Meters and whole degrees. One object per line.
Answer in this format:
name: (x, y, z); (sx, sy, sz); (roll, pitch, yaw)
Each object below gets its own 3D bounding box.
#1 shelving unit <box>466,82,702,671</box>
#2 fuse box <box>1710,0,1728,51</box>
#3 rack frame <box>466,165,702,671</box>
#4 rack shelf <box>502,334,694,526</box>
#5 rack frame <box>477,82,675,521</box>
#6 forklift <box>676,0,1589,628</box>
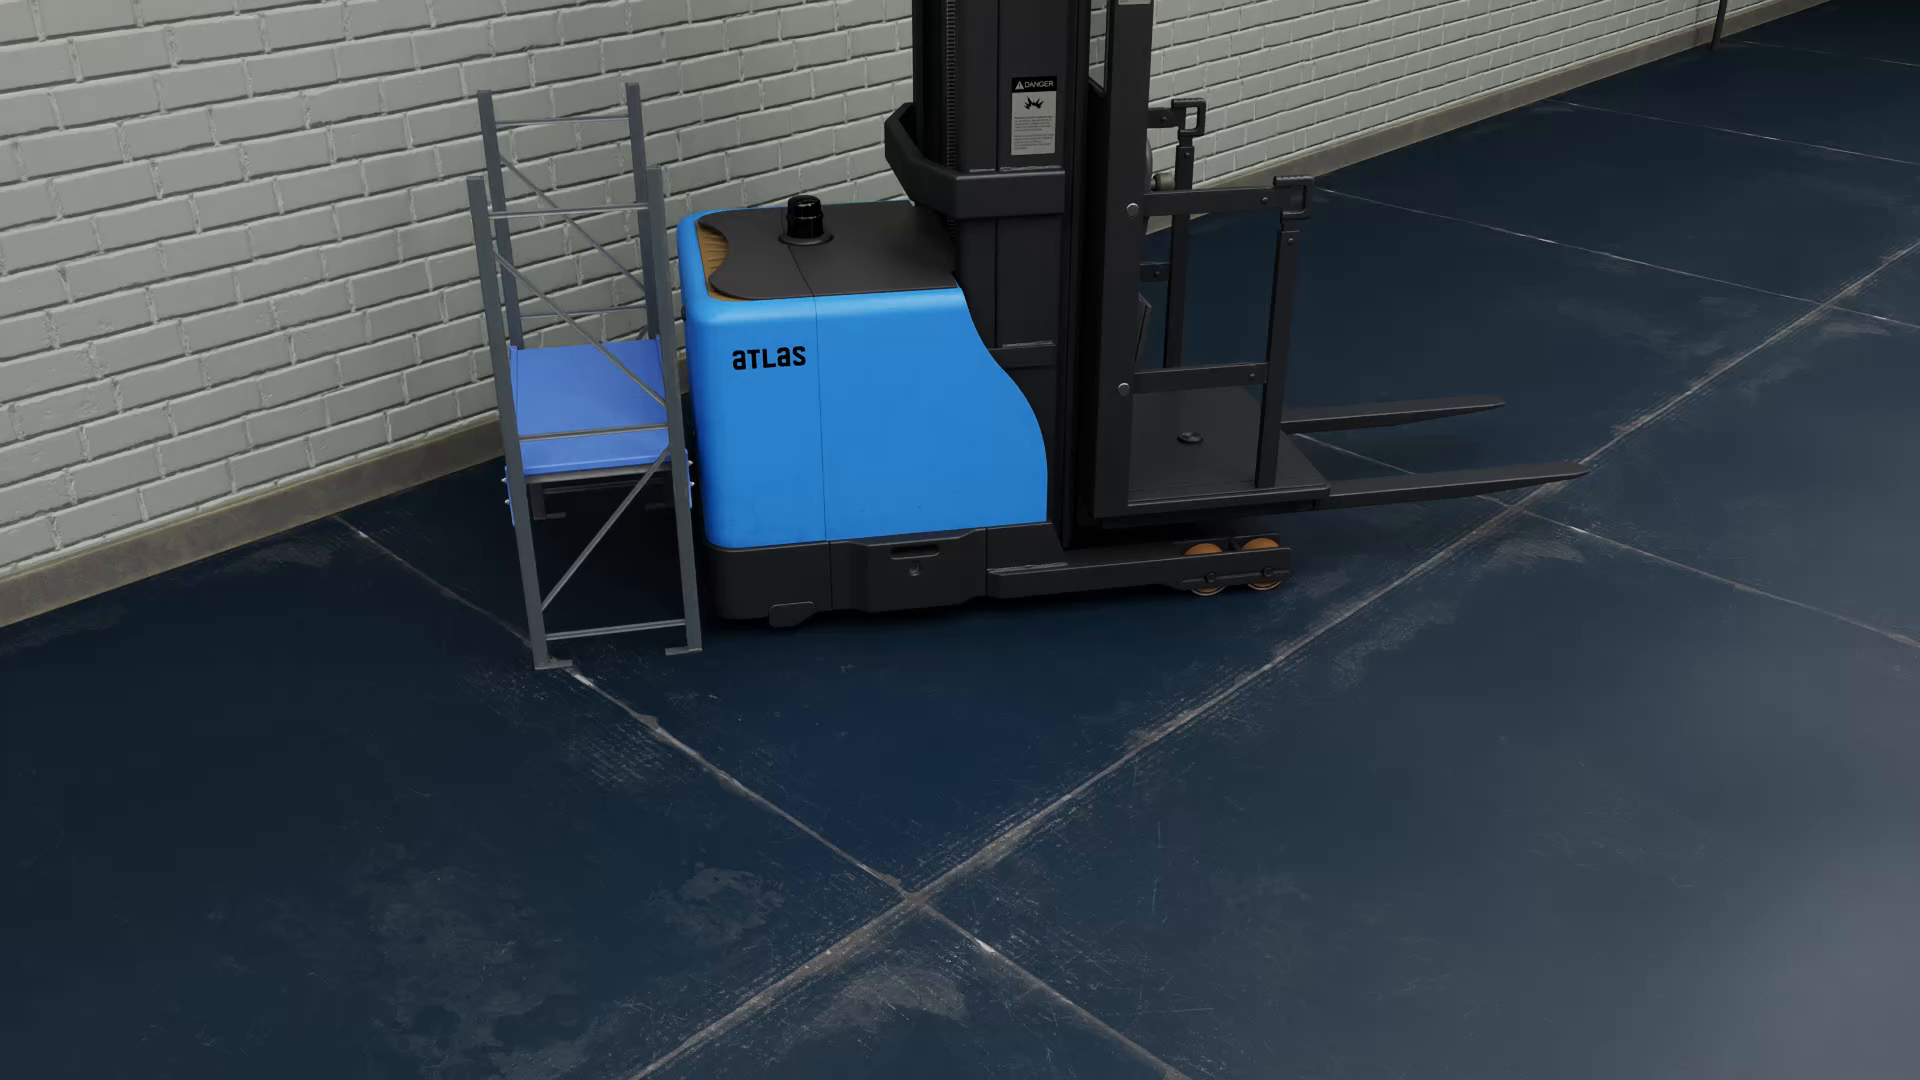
shelving unit: (-1.151, -0.532, 5.151); (0.538, 1.500, 1.048); (-6, 28, -11)
fuse box: (5.972, -4.616, 12.690); (0.414, 1.711, 0.539); (25, 36, 38)
rack frame: (-1.037, -0.302, 4.713); (0.500, 1.500, 0.032); (-6, 28, -11)
rack shelf: (-1.151, -0.373, 5.235); (0.538, 0.185, 1.000); (-6, 28, -11)
rack frame: (-1.265, -0.763, 5.590); (0.500, 1.500, 0.032); (-6, 28, -11)
forklift: (0.617, -1.353, 5.174); (3.031, 2.935, 1.130); (-5, 28, -10)
